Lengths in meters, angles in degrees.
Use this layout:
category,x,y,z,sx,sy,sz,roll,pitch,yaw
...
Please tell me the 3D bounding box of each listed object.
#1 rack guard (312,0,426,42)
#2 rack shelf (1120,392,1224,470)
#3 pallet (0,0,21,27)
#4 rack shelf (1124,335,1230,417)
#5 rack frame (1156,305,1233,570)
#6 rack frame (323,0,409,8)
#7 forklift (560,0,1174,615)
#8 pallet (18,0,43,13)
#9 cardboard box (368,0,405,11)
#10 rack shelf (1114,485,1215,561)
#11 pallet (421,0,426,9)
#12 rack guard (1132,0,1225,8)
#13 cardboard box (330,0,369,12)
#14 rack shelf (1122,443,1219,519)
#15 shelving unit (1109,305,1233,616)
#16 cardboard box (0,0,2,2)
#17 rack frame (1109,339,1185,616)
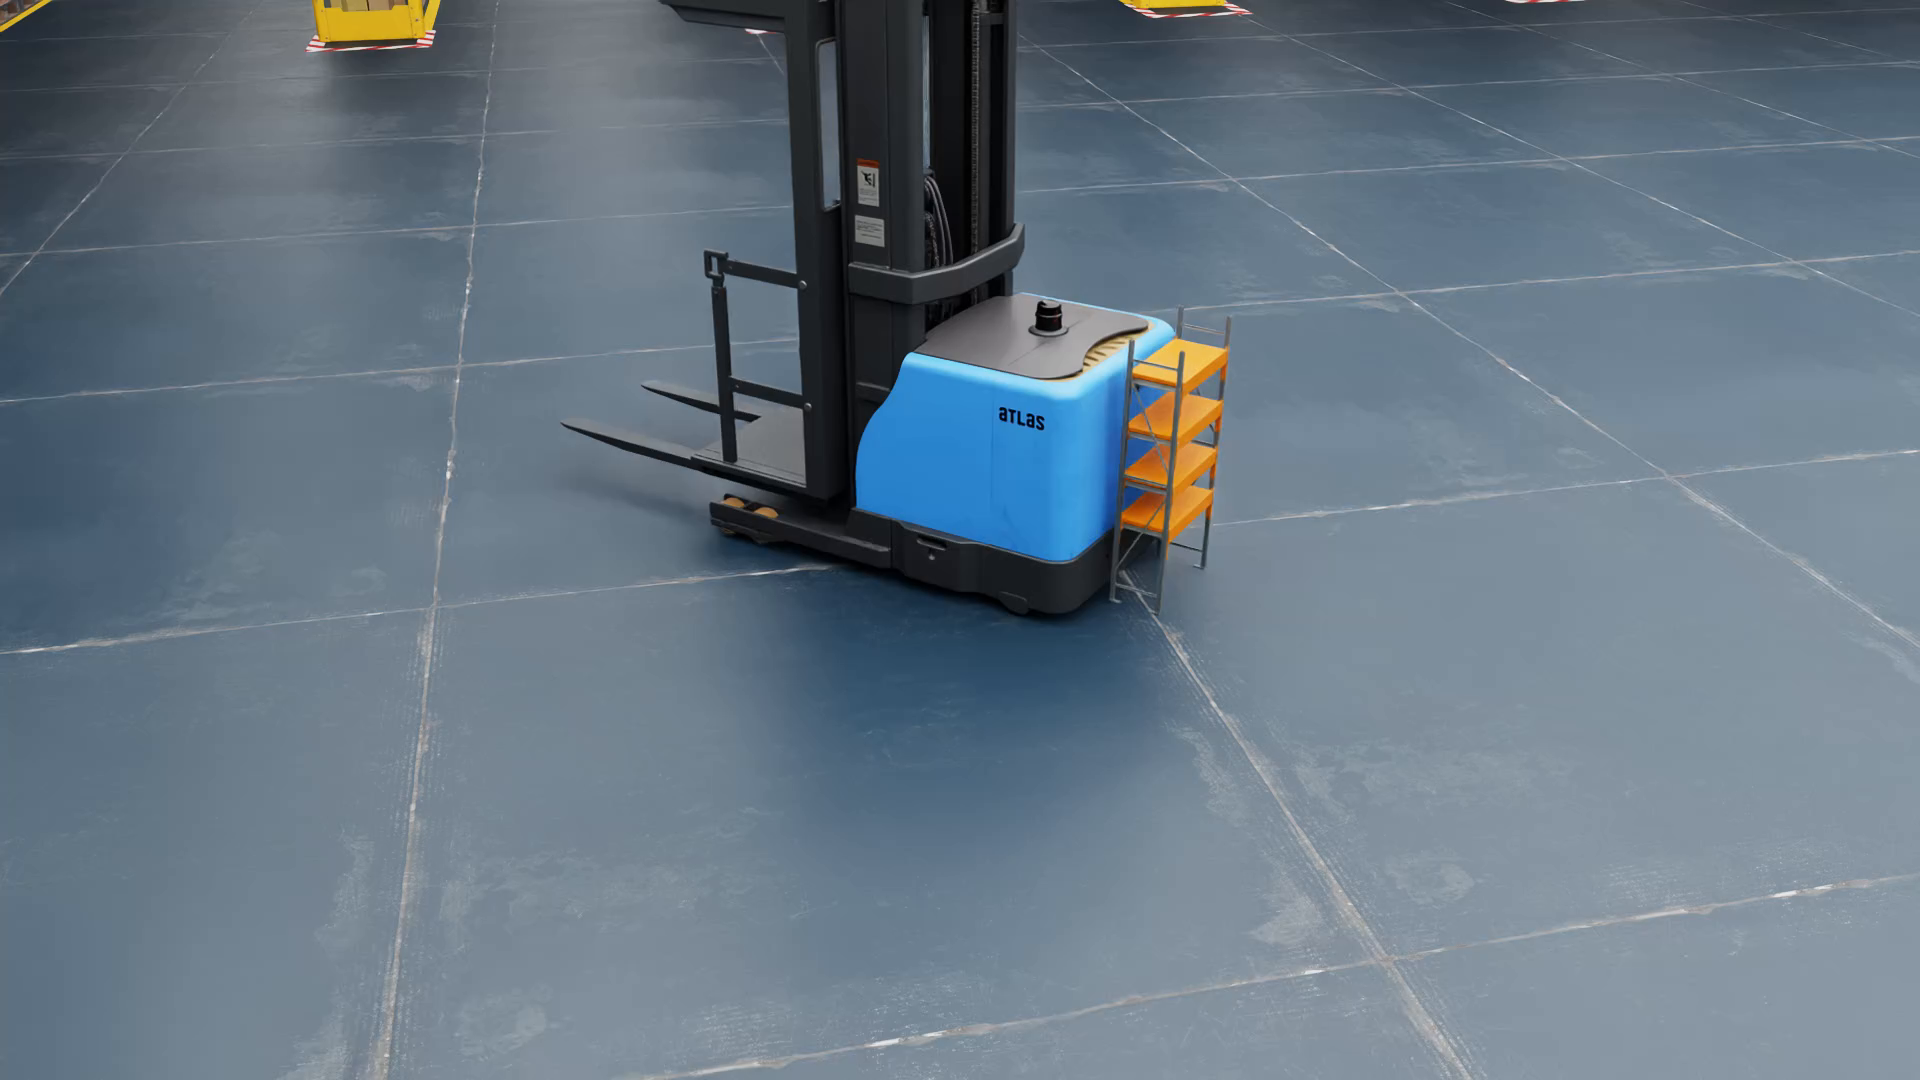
category,x,y,z,sx,sy,sz,roll,pitch,yaw
rack guard,-6.818,-6.062,19.206,1.175,0.500,0.348,-6,27,-12
rack shelf,0.896,-0.475,7.004,0.258,0.148,0.480,16,31,26
pallet,-12.086,-6.367,20.131,1.003,0.211,1.213,-6,27,-12
rack shelf,0.902,-0.684,6.894,0.258,0.148,0.480,16,31,26
rack frame,1.016,-0.431,7.264,0.240,1.200,0.015,16,31,26
rack frame,-6.824,-7.189,18.664,1.000,3.000,0.127,-6,27,-12
forklift,-0.572,-1.476,7.422,3.031,2.935,1.130,16,31,28
pallet,-12.365,-6.904,21.194,1.003,0.211,1.213,-6,27,-12
cardboard box,-6.728,-6.407,19.700,0.500,0.250,0.500,-6,27,-12
rack shelf,0.886,-0.101,7.200,0.258,0.148,0.480,16,31,26
pallet,-7.308,-6.810,21.008,1.003,0.211,1.213,-6,27,-12
rack guard,2.812,-7.111,21.283,1.175,0.500,0.348,-6,27,-12
cardboard box,-7.232,-6.354,19.596,0.500,0.250,0.500,-6,27,-12
rack shelf,0.891,-0.277,7.108,0.258,0.148,0.480,16,31,26
shelving unit,0.892,-0.337,7.076,0.258,1.200,0.503,16,31,26
cardboard box,-11.962,-6.655,19.892,0.700,0.500,0.500,-8,28,-15
rack frame,0.768,-0.242,6.889,0.240,1.200,0.015,16,31,26
